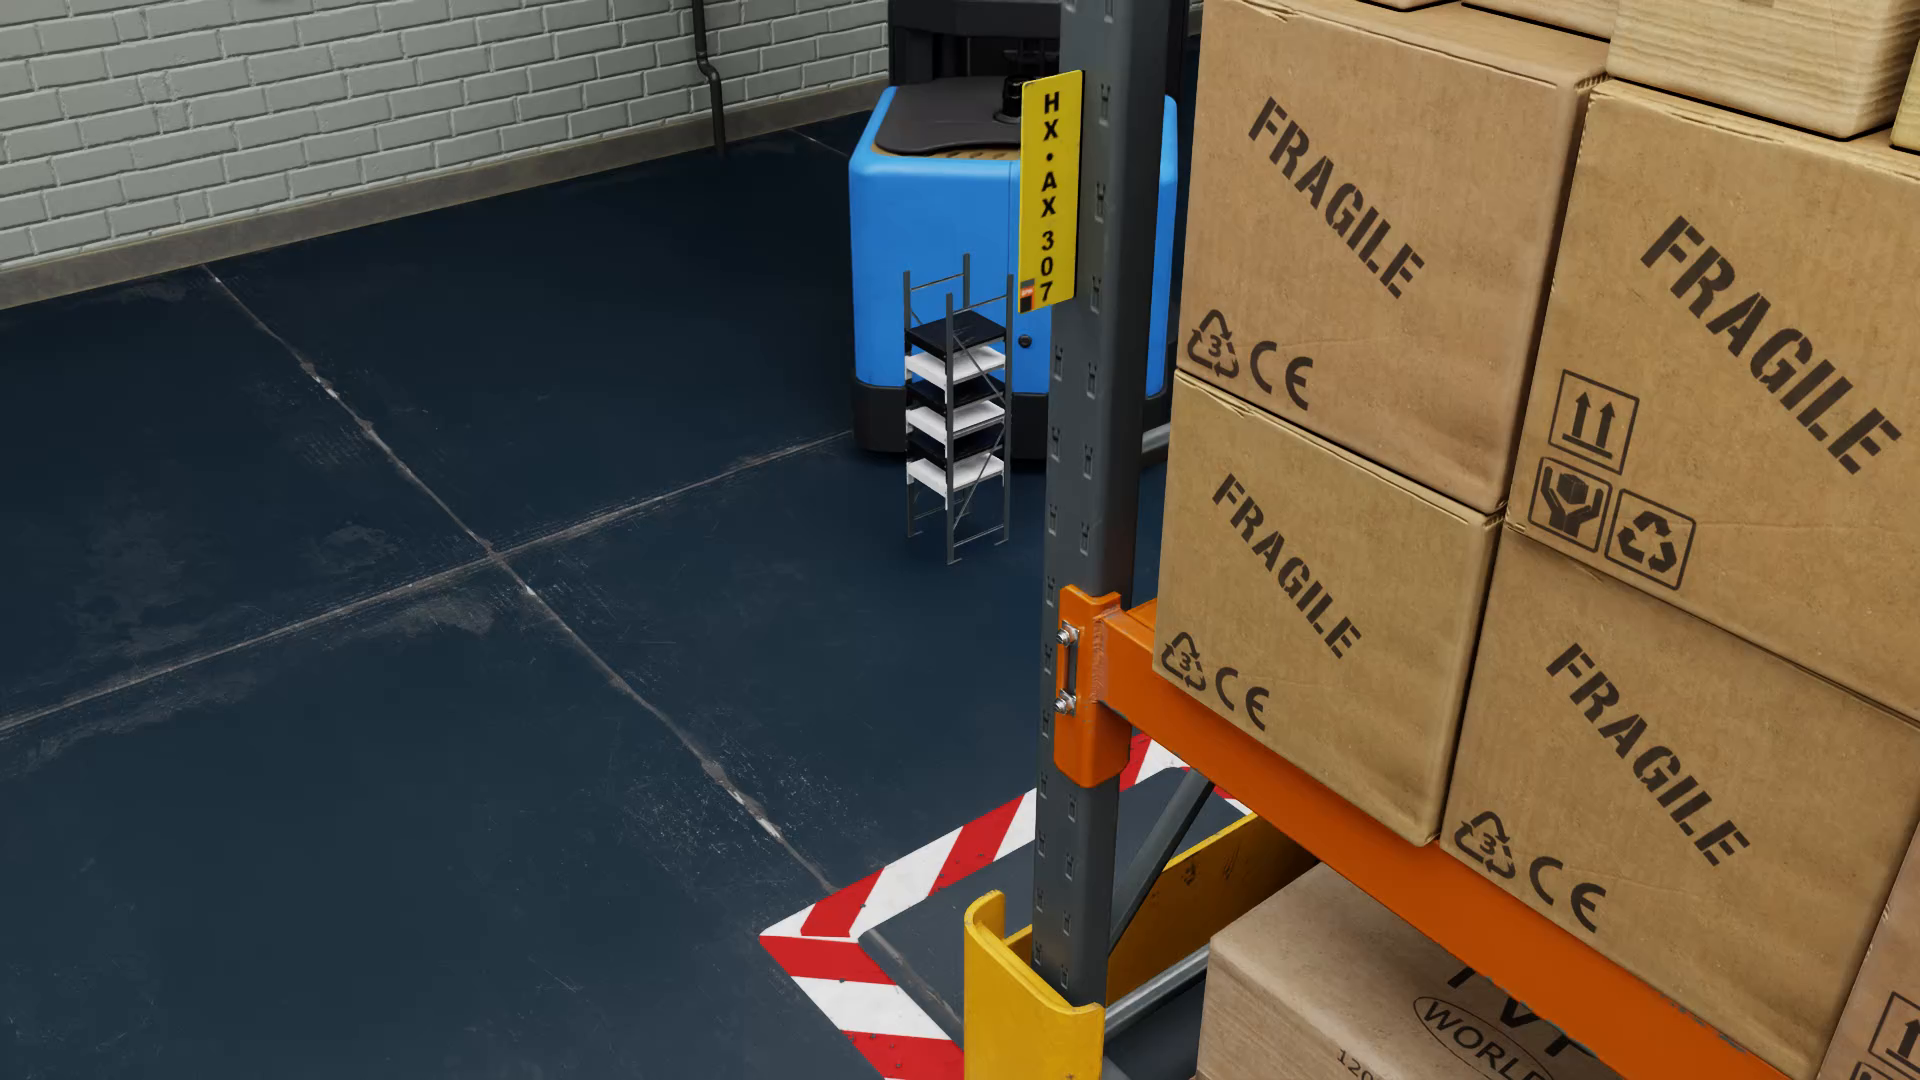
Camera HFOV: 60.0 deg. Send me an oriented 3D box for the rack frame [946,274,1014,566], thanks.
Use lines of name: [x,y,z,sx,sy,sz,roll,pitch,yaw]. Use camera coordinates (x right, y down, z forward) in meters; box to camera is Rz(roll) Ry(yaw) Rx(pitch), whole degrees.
rack frame: [0.057,-0.343,4.950,0.240,0.900,0.006,-22,38,-31]

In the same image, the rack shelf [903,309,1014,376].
rack shelf: [-0.005,-0.587,4.893,0.258,0.077,0.200,-22,38,-31]

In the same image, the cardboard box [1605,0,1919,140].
cardboard box: [0.848,-0.519,1.586,0.380,0.149,0.250,-21,38,-30]

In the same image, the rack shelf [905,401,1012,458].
rack shelf: [-0.005,-0.357,5.036,0.258,0.077,0.200,-22,38,-31]

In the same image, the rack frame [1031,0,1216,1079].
rack frame: [0.564,-0.246,2.803,1.000,3.000,0.127,-22,38,-31]

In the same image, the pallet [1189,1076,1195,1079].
pallet: [1.116,1.247,3.043,1.003,0.211,1.213,-22,38,-31]

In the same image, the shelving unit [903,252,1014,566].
shelving unit: [-0.005,-0.386,5.018,0.258,0.900,0.210,-22,38,-31]

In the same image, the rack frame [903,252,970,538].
rack frame: [-0.067,-0.428,5.086,0.240,0.900,0.006,-22,38,-31]

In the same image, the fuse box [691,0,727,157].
fuse box: [-1.164,-2.660,7.910,0.539,1.711,0.414,-22,38,-31]

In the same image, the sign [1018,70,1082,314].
sign: [0.122,-0.470,2.268,0.100,0.325,0.005,-22,38,-31]

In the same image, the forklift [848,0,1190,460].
forklift: [0.308,-2.251,6.097,1.130,2.935,3.031,3,32,5]

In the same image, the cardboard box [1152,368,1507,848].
cardboard box: [0.631,0.005,2.305,0.500,0.500,0.500,-23,38,-32]

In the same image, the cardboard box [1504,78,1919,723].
cardboard box: [0.955,-0.208,1.699,0.500,0.500,0.500,-23,39,-33]

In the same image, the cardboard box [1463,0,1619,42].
cardboard box: [0.780,-0.665,1.820,0.380,0.149,0.250,-21,38,-30]

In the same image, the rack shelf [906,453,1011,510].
rack shelf: [-0.005,-0.204,5.131,0.258,0.077,0.200,-22,38,-31]

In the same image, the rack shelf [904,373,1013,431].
rack shelf: [-0.005,-0.434,4.988,0.258,0.077,0.200,-22,38,-31]

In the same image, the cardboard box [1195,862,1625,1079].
cardboard box: [1.047,0.907,2.977,0.875,0.438,0.875,-24,39,-33]

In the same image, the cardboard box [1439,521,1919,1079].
cardboard box: [0.963,0.207,1.980,0.500,0.500,0.500,-23,38,-32]

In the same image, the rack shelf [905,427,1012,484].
rack shelf: [-0.005,-0.281,5.083,0.258,0.077,0.200,-22,38,-31]

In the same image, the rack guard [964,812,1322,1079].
rack guard: [0.549,0.806,3.478,1.175,0.500,0.348,-22,38,-31]

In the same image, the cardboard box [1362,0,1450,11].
cardboard box: [0.563,-0.751,1.959,0.380,0.149,0.250,-21,38,-30]

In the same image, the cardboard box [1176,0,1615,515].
cardboard box: [0.633,-0.421,2.042,0.500,0.500,0.500,-23,39,-32]

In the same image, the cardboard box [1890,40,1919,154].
cardboard box: [1.024,-0.415,1.419,0.380,0.149,0.250,-24,39,-33]

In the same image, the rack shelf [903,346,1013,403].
rack shelf: [-0.005,-0.510,4.941,0.258,0.077,0.200,-22,38,-31]

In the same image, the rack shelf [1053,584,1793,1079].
rack shelf: [1.790,0.893,1.650,1.077,0.370,4.000,-22,38,-31]
